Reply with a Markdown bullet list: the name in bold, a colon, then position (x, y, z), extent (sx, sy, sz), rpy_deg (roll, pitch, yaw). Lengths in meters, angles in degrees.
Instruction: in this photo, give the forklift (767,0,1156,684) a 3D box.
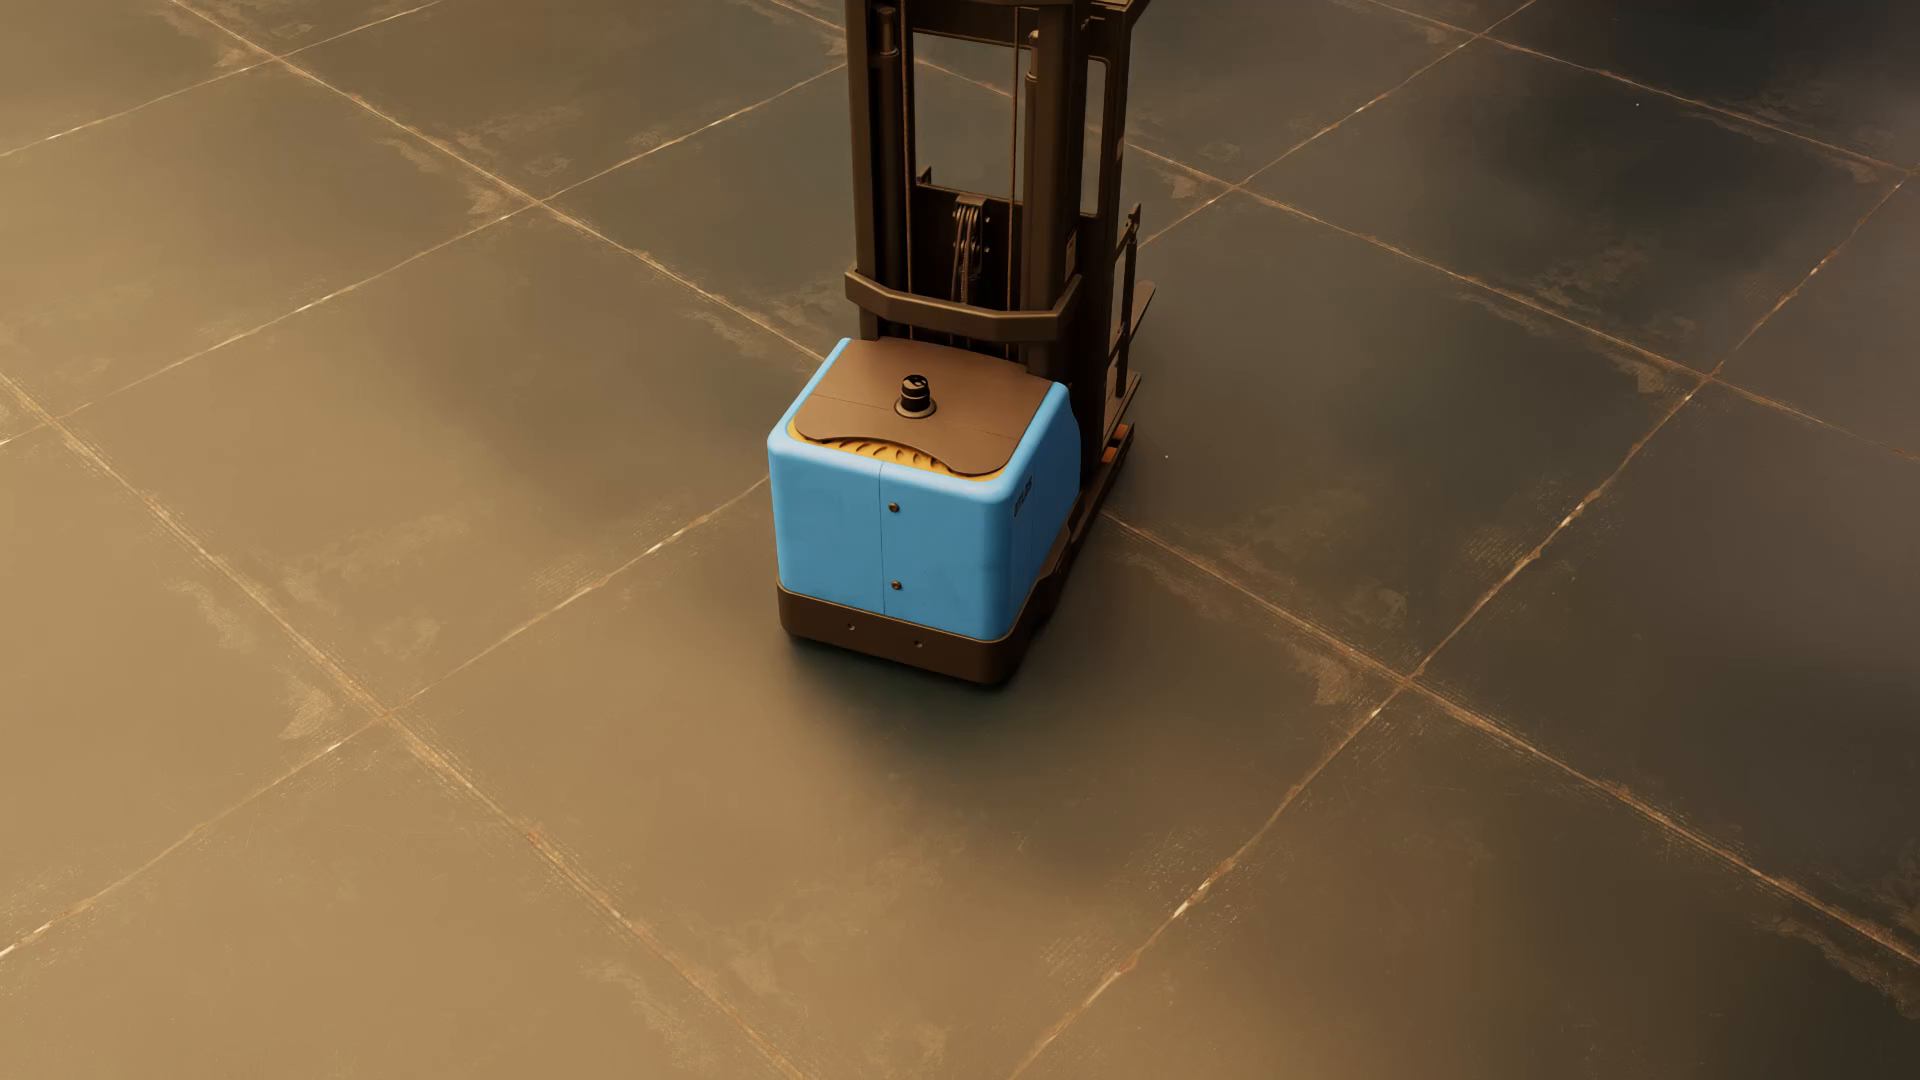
- **forklift**: position (0.211, -1.484, 7.158), extent (1.130, 2.935, 3.031), rpy_deg (14, 42, 15)
